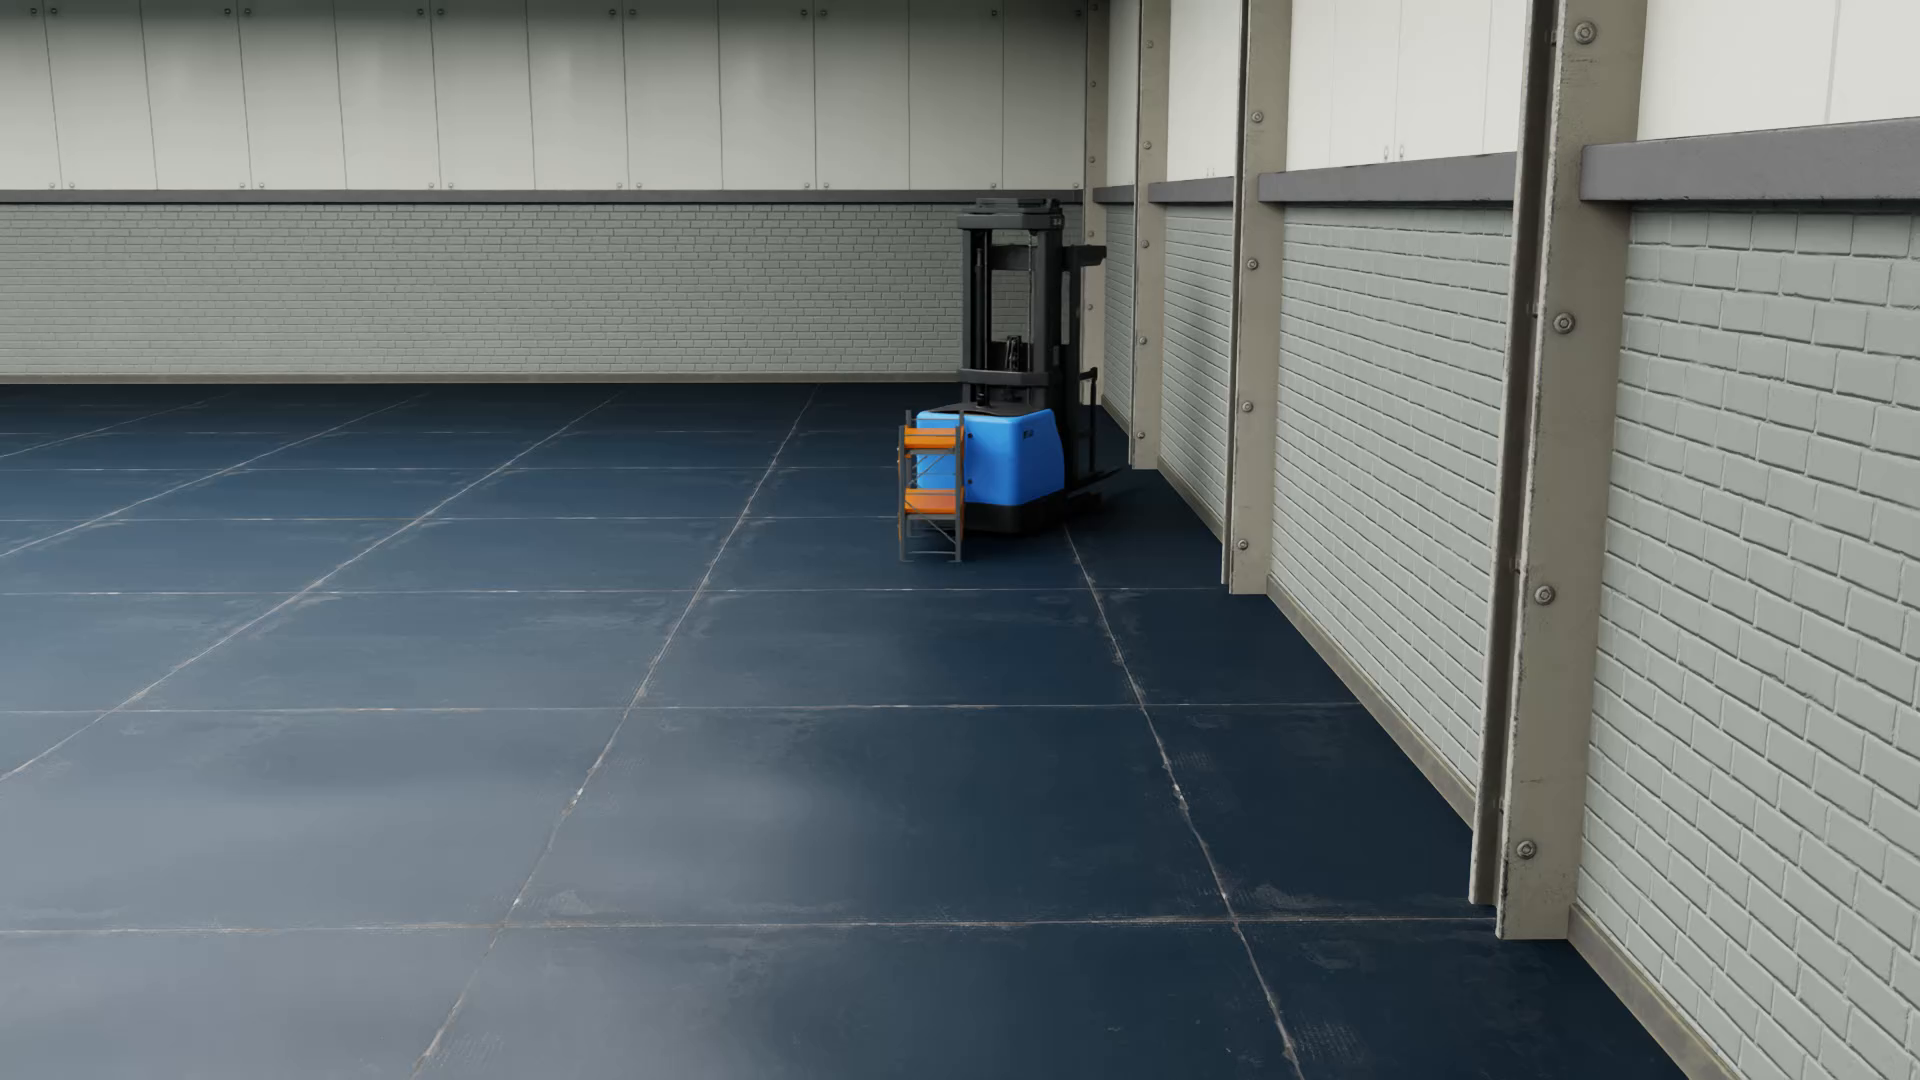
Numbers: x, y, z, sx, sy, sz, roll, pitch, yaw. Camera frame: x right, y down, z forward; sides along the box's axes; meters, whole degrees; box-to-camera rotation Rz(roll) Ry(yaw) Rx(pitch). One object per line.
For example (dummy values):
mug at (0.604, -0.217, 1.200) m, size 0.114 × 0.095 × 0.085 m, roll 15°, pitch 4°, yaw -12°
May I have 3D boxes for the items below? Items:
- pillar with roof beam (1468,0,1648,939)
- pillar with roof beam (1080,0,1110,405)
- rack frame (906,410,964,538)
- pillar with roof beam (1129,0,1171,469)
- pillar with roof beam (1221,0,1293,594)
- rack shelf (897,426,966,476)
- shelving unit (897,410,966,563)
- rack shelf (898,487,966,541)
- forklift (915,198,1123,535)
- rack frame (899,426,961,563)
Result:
pillar with roof beam at (-1.990, -2.831, 5.883) m, size 9.100 × 9.000 × 0.400 m, roll 0°, pitch 11°, yaw -1°
pillar with roof beam at (-2.362, -6.410, 23.520) m, size 9.100 × 9.000 × 0.400 m, roll 0°, pitch 11°, yaw -1°
rack frame at (-0.216, -0.572, 14.550) m, size 0.500 × 1.125 × 0.032 m, roll 0°, pitch 11°, yaw 1°
pillar with roof beam at (-2.238, -5.217, 17.641) m, size 9.100 × 9.000 × 0.400 m, roll 0°, pitch 11°, yaw -1°
pillar with roof beam at (-2.114, -4.024, 11.762) m, size 9.100 × 9.000 × 0.400 m, roll 0°, pitch 11°, yaw -1°
rack shelf at (-0.229, -0.758, 13.994) m, size 0.538 × 0.278 × 1.000 m, roll 0°, pitch 11°, yaw 1°
shelving unit at (-0.229, -0.471, 14.052) m, size 0.538 × 1.125 × 1.048 m, roll 0°, pitch 11°, yaw 1°
rack shelf at (-0.229, -0.231, 14.100) m, size 0.538 × 0.278 × 1.000 m, roll 0°, pitch 11°, yaw 1°
forklift at (0.708, -1.734, 15.734) m, size 1.130 × 2.935 × 3.031 m, roll 6°, pitch 13°, yaw 26°
rack frame at (-0.242, -0.370, 13.554) m, size 0.500 × 1.125 × 0.032 m, roll 0°, pitch 11°, yaw 1°
